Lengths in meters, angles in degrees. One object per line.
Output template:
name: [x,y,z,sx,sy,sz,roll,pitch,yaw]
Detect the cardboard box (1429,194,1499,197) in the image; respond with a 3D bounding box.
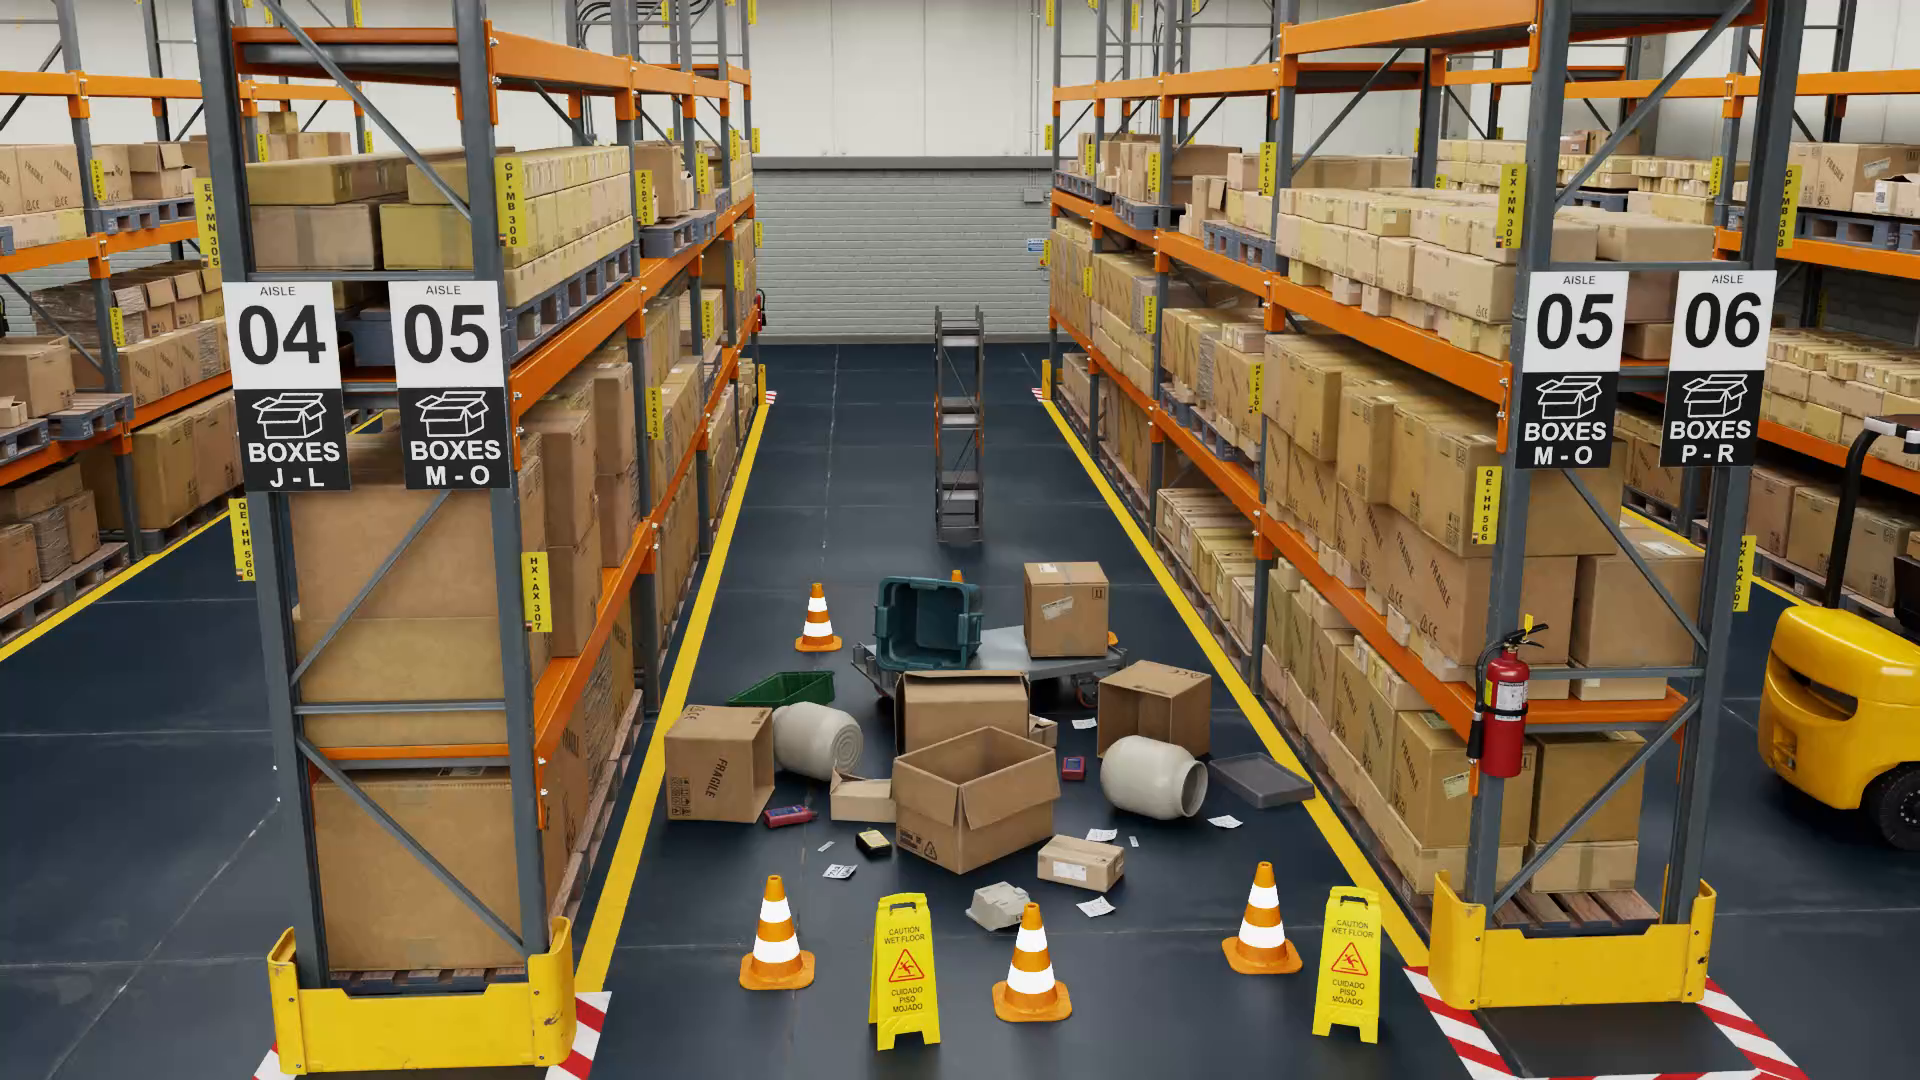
cardboard box: [2.873,-1.876,9.404,0.380,0.149,0.250,0,14,-2]

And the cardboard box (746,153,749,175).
cardboard box: [-2.894,-4.693,20.749,0.500,0.250,0.500,-1,14,-5]

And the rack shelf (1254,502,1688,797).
rack shelf: [2.592,0.420,9.042,1.077,0.370,4.000,-1,14,-3]

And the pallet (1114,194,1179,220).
pallet: [2.056,-3.219,16.102,1.003,0.211,1.213,0,14,-1]

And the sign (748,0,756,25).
sign: [-2.654,-6.747,21.220,0.100,0.325,0.005,-1,14,-3]

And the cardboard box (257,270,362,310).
cardboard box: [-2.577,-0.990,6.519,0.380,0.149,0.250,-1,14,-4]

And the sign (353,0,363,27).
sign: [-7.623,-6.658,21.036,0.100,0.325,0.005,-1,14,-3]

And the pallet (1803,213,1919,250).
pallet: [7.378,-2.414,12.972,1.003,0.211,1.213,0,14,-1]

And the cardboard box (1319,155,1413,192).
cardboard box: [2.791,-2.527,11.486,0.500,0.250,0.500,-1,14,-5]

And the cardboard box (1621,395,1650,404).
cardboard box: [7.288,-1.455,17.756,0.380,0.149,0.250,0,14,-2]

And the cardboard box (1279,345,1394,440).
cardboard box: [2.289,-0.863,9.779,0.700,0.500,0.500,-1,14,-3]

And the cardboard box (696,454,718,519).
cardboard box: [-2.503,-0.492,15.316,0.500,0.500,0.500,-2,15,-6]

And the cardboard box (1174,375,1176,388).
cardboard box: [2.039,-1.348,14.131,0.380,0.149,0.250,-2,15,-7]

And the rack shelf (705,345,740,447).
rack shelf: [-2.837,-1.468,16.381,1.077,0.370,4.000,-1,14,-3]

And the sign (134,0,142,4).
sign: [-8.473,-5.695,17.131,0.100,0.325,0.005,-1,14,-3]

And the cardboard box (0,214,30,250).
cardboard box: [-7.323,-2.285,12.394,0.500,0.250,0.500,0,14,-2]

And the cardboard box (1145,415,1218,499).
cardboard box: [2.261,-0.768,15.637,0.875,0.875,0.875,-1,14,-4]

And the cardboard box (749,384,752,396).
cardboard box: [-2.813,-1.891,20.861,0.380,0.149,0.250,-1,14,-3]

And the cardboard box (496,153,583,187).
cardboard box: [-2.015,-1.766,7.936,0.380,0.149,0.250,-1,14,-3]

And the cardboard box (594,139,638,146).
cardboard box: [-3.045,-3.415,14.746,0.396,0.266,0.258,-1,14,-3]

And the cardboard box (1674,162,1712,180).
cardboard box: [6.880,-3.429,15.441,0.380,0.149,0.250,-1,14,-5]

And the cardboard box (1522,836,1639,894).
cardboard box: [2.942,1.492,8.106,0.500,0.250,0.500,-1,14,-4]

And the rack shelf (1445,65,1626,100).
rack shelf: [6.803,-5.546,20.196,1.077,0.370,4.000,-1,14,-3]

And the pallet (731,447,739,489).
pallet: [-2.912,-0.770,17.819,1.003,0.211,1.213,-1,14,-3]

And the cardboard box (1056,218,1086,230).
cardboard box: [1.471,-4.165,21.908,0.380,0.149,0.250,-1,14,-2]

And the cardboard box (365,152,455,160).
cardboard box: [-2.688,-1.819,8.142,0.380,0.149,0.250,-1,14,-4]

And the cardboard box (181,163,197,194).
cardboard box: [-7.940,-3.601,16.543,0.500,0.311,0.500,-1,14,-5]

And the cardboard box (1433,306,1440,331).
cardboard box: [2.435,-1.039,7.752,0.380,0.149,0.250,-1,14,-3]

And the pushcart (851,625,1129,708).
pushcart: [0.196,0.892,11.028,1.648,0.377,0.936,-6,16,-23]

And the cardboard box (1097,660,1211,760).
cardboard box: [1.177,1.071,10.080,0.500,0.500,0.500,10,18,35]

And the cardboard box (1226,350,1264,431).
cardboard box: [2.179,-1.057,11.696,0.500,0.500,0.500,-1,14,-3]

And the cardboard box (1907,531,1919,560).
cardboard box: [7.379,0.313,11.935,0.875,0.625,0.625,0,14,-1]

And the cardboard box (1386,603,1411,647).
cardboard box: [2.313,0.412,8.134,0.380,0.149,0.250,-1,14,-2]

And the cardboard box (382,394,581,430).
cardboard box: [-2.390,-0.425,8.413,0.875,0.550,0.500,-1,14,-3]

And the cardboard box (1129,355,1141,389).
cardboard box: [1.883,-1.597,15.737,0.500,0.250,0.500,-1,14,-2]

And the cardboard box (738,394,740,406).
cardboard box: [-2.734,-1.583,19.068,0.380,0.149,0.250,0,14,-1]

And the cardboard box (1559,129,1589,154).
cardboard box: [6.597,-4.340,18.112,0.396,0.266,0.258,-1,14,-4]

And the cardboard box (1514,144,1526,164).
cardboard box: [6.655,-4.381,18.939,0.500,0.250,0.500,-1,14,-3]

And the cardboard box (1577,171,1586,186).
cardboard box: [6.614,-3.742,17.213,0.380,0.149,0.250,-1,14,-4]

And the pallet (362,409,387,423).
pallet: [-8.038,-1.709,21.470,1.003,0.211,1.213,-1,14,-3]

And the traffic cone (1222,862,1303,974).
traffic cone: [1.402,1.710,7.674,0.336,0.463,0.334,-1,14,-3]

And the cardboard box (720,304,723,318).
cardboard box: [-2.740,-2.444,17.793,0.380,0.149,0.250,0,14,-2]

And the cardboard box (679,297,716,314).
cardboard box: [-2.694,-2.391,16.989,0.380,0.149,0.250,-1,14,-4]

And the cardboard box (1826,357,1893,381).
cardboard box: [6.977,-1.330,12.896,0.380,0.149,0.250,-1,14,-5]

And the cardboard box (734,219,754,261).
cardboard box: [-2.933,-3.876,21.489,0.500,0.500,0.500,-1,14,-5]

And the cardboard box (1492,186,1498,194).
cardboard box: [6.592,-4.165,19.902,0.380,0.149,0.250,0,14,-2]

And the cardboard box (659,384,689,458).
cardboard box: [-2.321,-0.884,12.465,0.500,0.500,0.500,-1,14,-3]

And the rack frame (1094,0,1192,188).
rack frame: [1.973,-5.321,17.871,1.000,3.000,0.127,-1,14,-3]

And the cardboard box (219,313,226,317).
cardboard box: [-7.593,-2.076,17.097,0.500,0.500,0.500,0,14,-2]

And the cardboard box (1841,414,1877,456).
cardboard box: [7.093,-0.801,12.645,0.500,0.250,0.500,-1,14,-3]

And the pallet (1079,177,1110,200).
pallet: [1.933,-4.029,19.048,1.003,0.211,1.213,-1,14,-3]

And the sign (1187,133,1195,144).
sign: [2.514,-4.282,18.183,0.100,0.325,0.005,-1,14,-3]

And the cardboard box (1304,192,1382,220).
cardboard box: [2.215,-1.930,9.615,0.380,0.149,0.250,-1,14,-5]

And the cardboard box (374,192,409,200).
cardboard box: [-2.557,-1.347,7.108,0.500,0.250,0.500,-1,14,-3]

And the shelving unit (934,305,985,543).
shelving unit: [-0.010,-1.058,15.148,0.431,2.100,0.503,-1,14,-3]

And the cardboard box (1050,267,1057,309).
cardboard box: [1.468,-3.335,21.992,0.500,0.500,0.500,-1,14,-4]

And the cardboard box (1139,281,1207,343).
cardboard box: [1.928,-2.078,15.099,0.500,0.500,0.500,-1,14,-5]
